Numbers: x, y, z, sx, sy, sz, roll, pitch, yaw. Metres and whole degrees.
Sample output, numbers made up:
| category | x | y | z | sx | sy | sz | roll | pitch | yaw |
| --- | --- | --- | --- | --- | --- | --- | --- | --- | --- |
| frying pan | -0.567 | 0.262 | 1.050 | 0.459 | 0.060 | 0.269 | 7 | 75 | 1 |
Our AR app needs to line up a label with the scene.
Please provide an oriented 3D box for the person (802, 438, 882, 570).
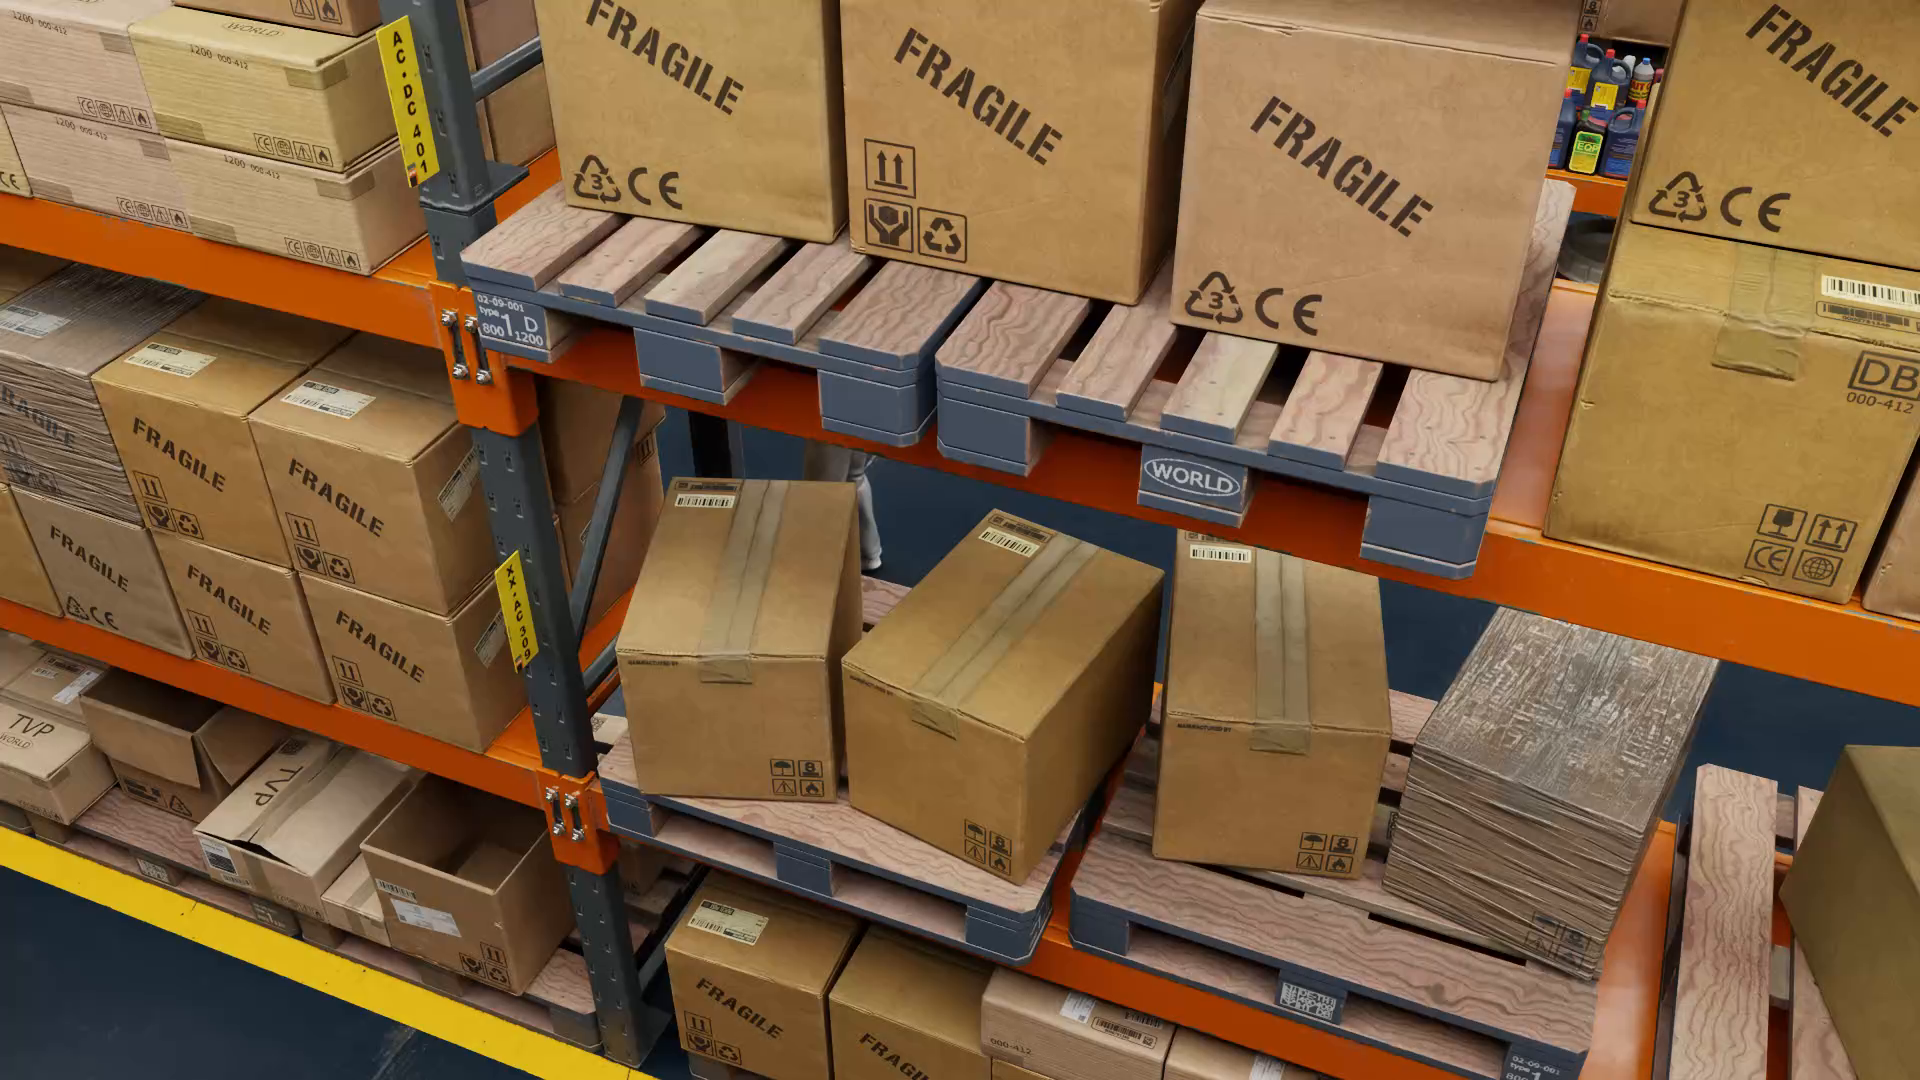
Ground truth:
| category | x | y | z | sx | sy | sz | roll | pitch | yaw |
| --- | --- | --- | --- | --- | --- | --- | --- | --- | --- |
| person | -0.557 | -0.505 | 6.806 | 0.490 | 1.675 | 0.463 | 14 | 40 | 17 |
